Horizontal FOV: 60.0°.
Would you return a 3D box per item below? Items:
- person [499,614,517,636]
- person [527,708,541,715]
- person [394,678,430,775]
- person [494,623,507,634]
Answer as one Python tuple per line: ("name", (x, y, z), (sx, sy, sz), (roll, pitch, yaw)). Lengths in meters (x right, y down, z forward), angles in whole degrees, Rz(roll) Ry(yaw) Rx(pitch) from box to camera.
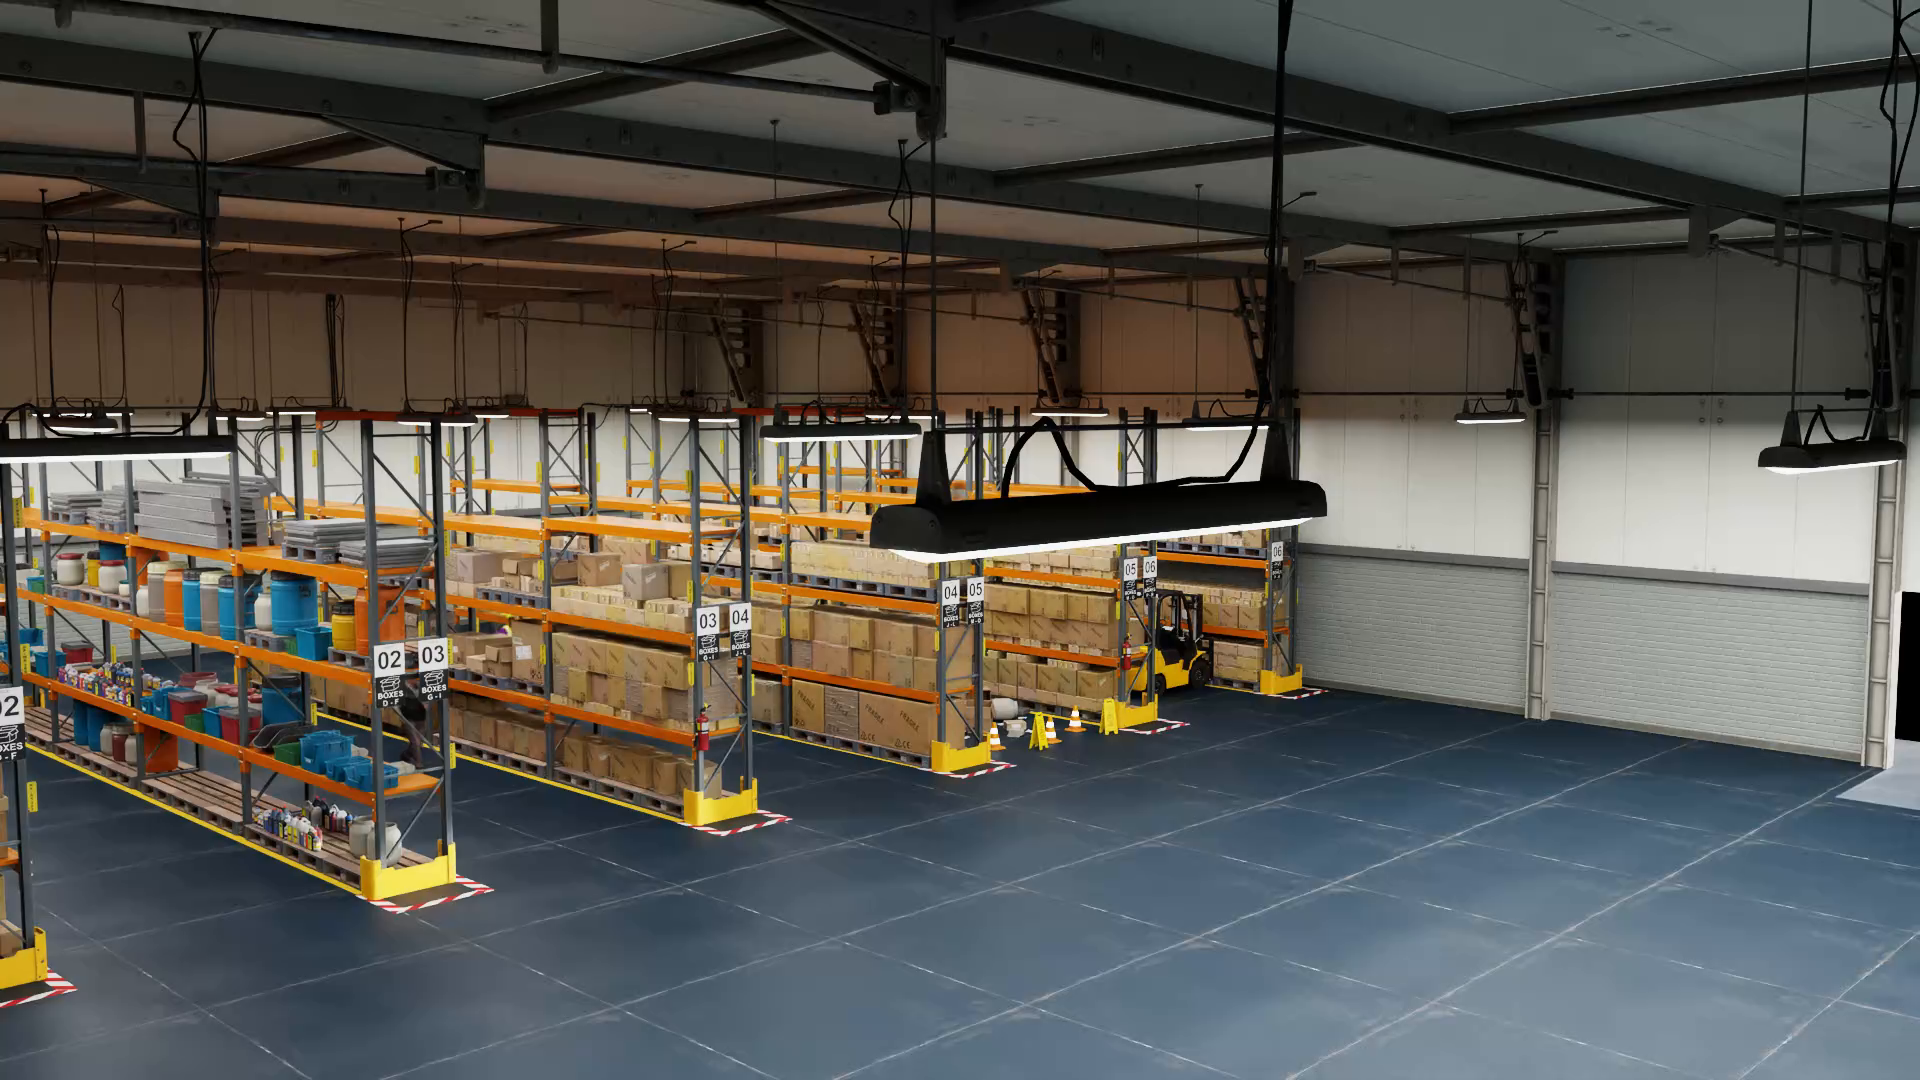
("person", (-9.289, 2.385, 34.684), (0.704, 1.785, 0.896), (-4, 7, -40))
("person", (-7.856, 2.755, 31.325), (0.770, 1.638, 0.601), (4, 7, 39))
("person", (-9.089, 3.013, 27.641), (0.844, 1.709, 0.671), (3, 6, 34))
("person", (-11.054, 1.867, 40.552), (0.676, 1.743, 0.717), (2, 5, 18))
